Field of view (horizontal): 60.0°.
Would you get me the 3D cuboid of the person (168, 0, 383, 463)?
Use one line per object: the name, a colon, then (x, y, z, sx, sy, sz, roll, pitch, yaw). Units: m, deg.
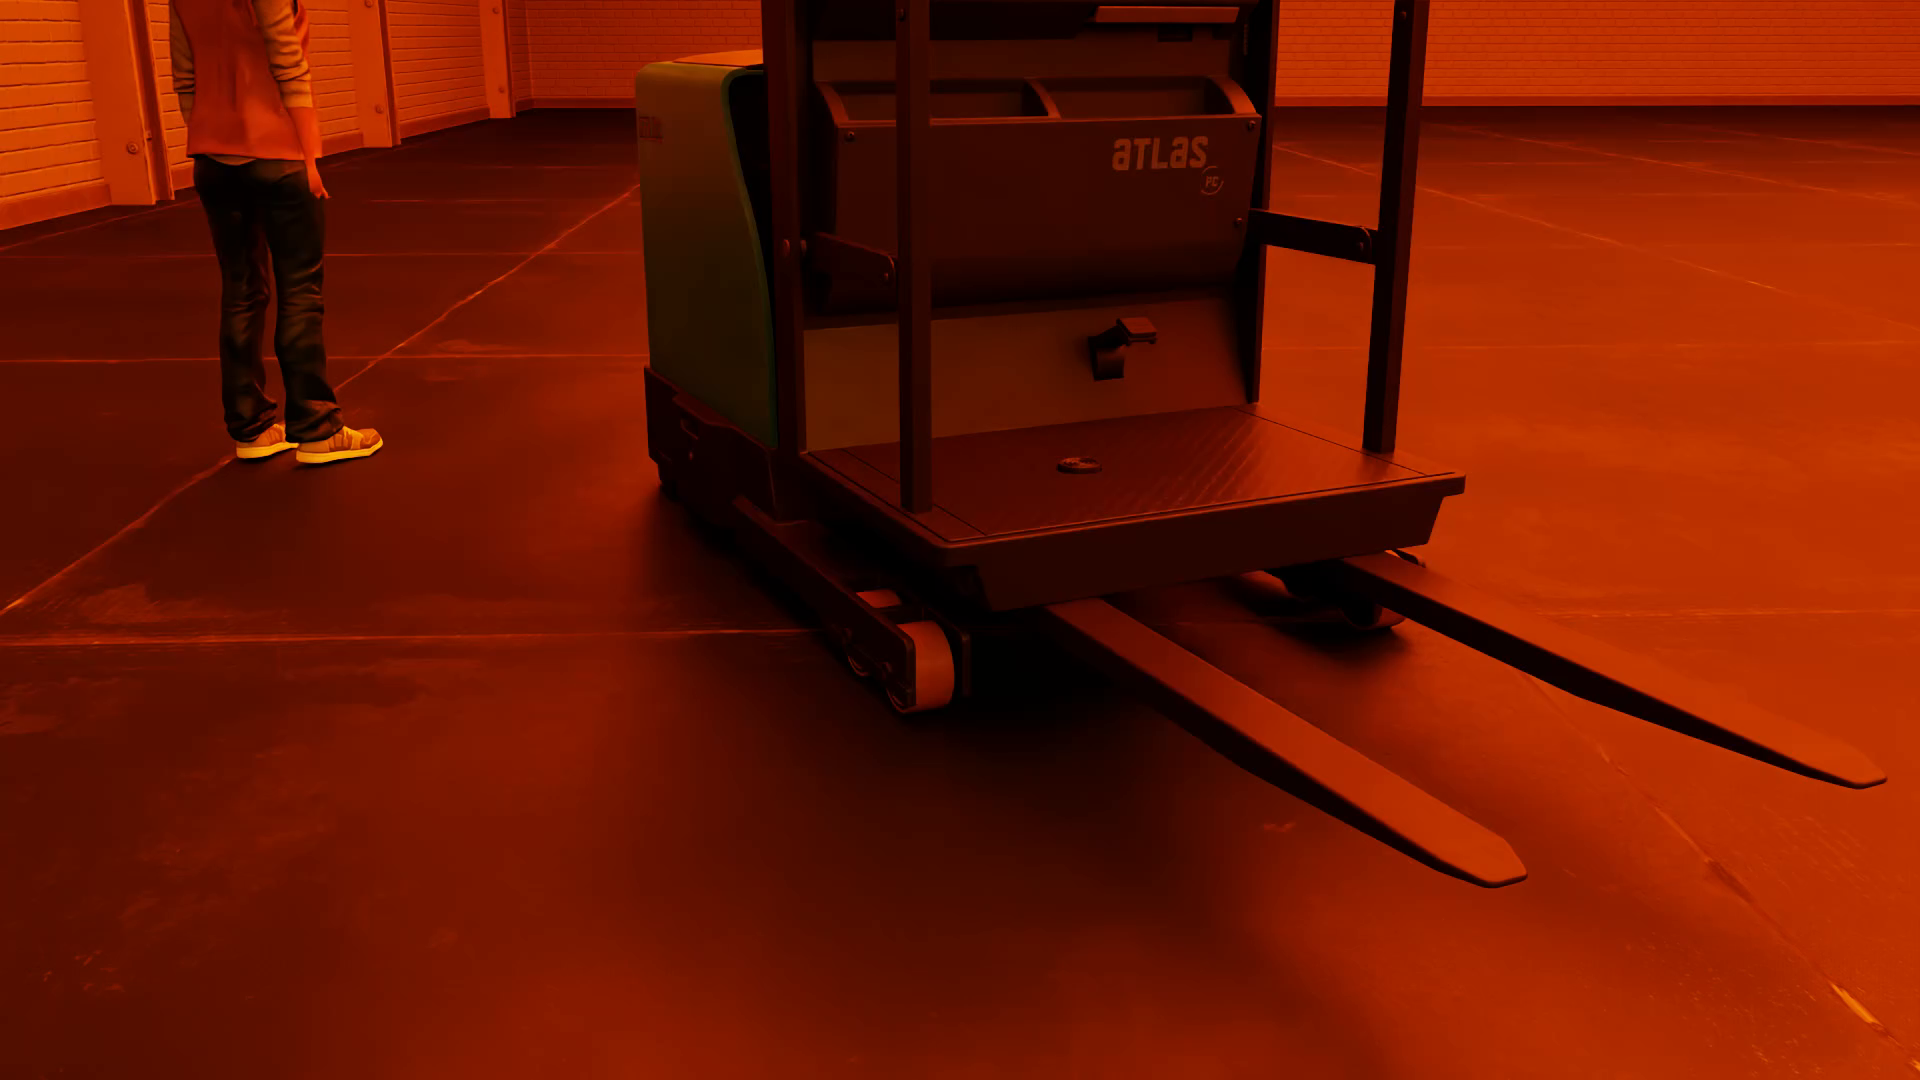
person: (-1.875, -0.999, 4.451, 0.406, 1.603, 0.316, 5, 18, 17)

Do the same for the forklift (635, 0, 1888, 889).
forklift: (0.258, -1.240, 2.962, 1.130, 2.935, 3.031, -8, 19, -24)
